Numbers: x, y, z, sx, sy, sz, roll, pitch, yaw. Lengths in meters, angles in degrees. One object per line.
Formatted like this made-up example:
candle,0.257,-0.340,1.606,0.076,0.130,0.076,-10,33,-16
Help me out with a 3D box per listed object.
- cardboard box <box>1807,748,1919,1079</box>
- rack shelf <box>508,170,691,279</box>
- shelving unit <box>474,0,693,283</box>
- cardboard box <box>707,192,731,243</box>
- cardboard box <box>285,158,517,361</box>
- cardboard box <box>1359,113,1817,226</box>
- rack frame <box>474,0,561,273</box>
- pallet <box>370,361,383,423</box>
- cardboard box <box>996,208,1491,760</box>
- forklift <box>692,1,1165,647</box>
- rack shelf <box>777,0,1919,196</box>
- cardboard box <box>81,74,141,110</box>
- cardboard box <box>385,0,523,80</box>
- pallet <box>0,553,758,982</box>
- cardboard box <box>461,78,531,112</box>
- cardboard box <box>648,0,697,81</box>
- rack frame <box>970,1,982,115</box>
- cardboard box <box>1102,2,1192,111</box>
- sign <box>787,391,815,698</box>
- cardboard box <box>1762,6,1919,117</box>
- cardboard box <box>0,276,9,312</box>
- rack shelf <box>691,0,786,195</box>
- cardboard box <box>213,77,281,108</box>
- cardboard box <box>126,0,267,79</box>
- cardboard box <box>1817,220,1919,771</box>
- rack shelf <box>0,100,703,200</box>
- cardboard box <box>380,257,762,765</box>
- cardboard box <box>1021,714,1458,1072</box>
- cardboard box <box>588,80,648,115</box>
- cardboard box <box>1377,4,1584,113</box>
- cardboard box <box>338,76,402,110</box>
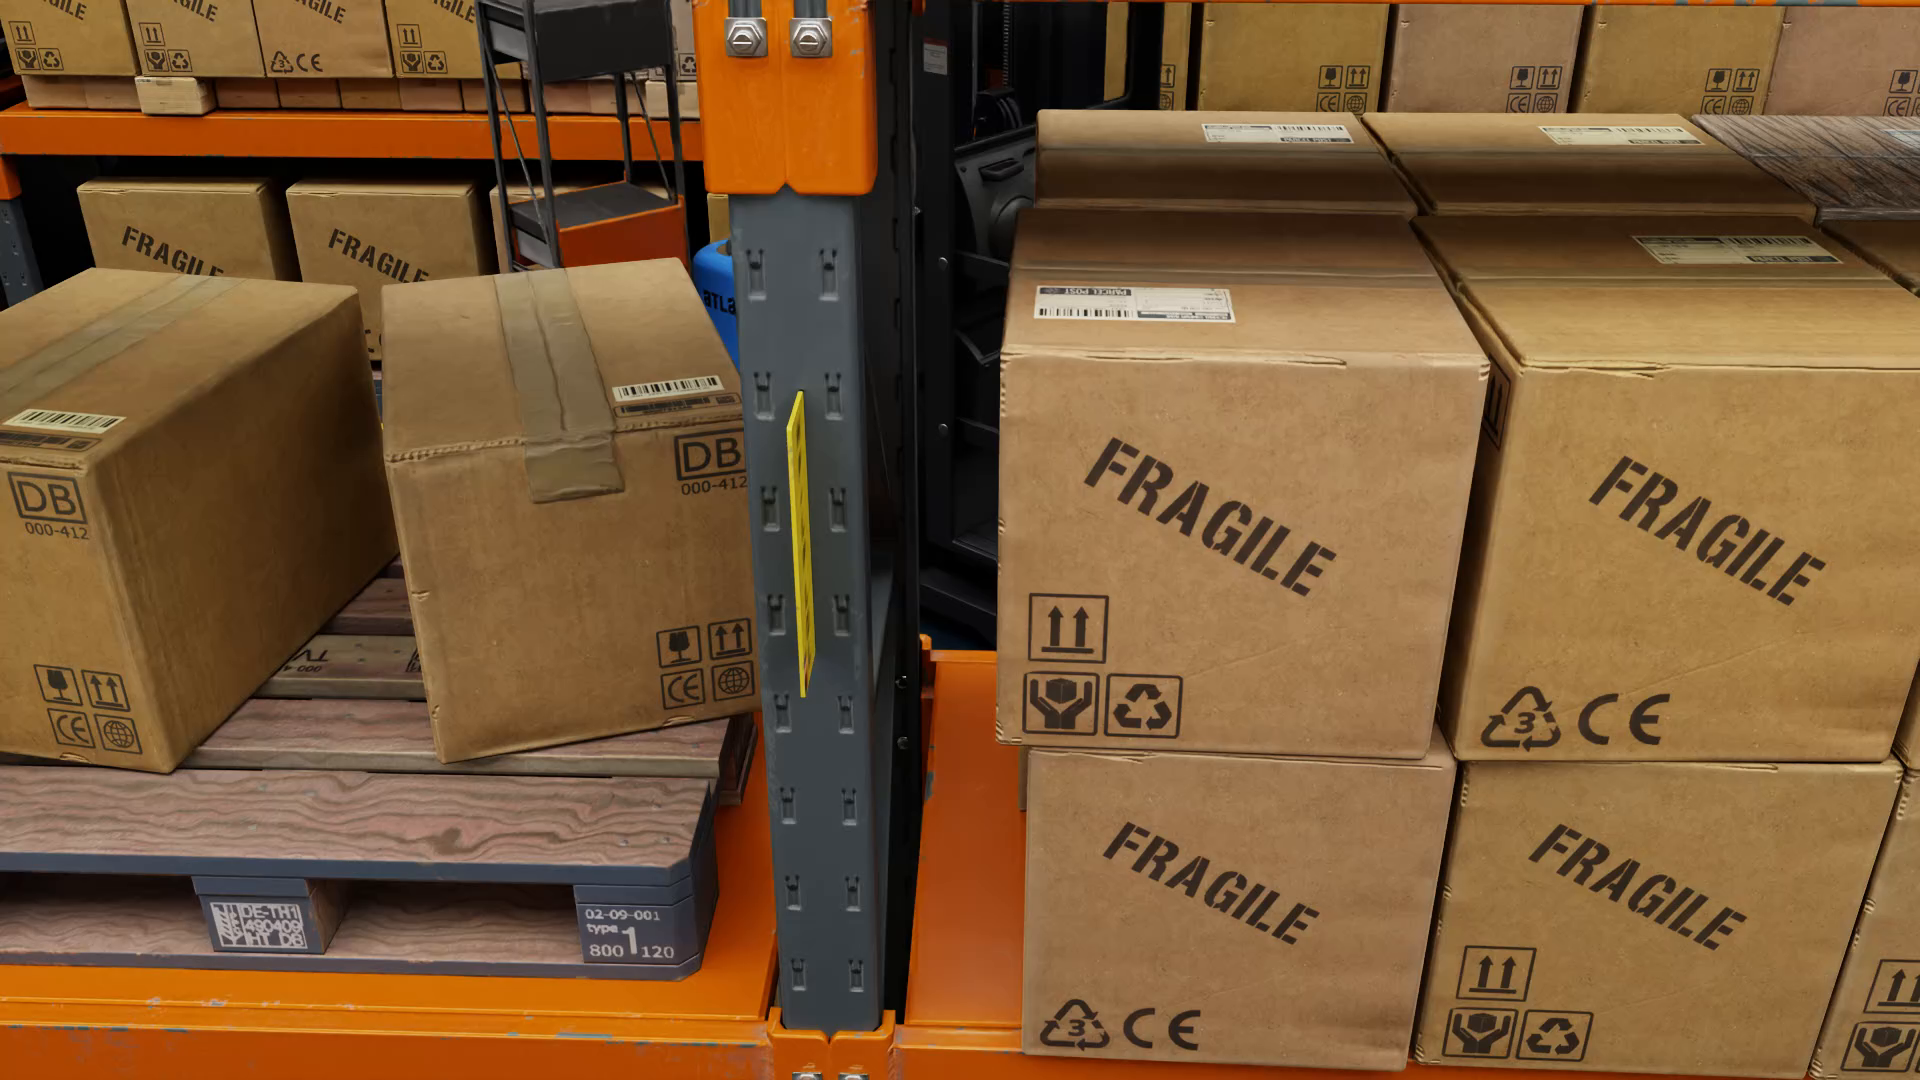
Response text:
cardboard box,1.357,0.368,2.247,0.500,0.500,0.500,1,28,2
rack shelf,-1.266,-0.961,5.850,0.480,0.518,0.431,-21,34,-34
shelving unit,-1.266,-0.973,5.844,0.503,2.100,0.431,-21,34,-34
cardboard box,-0.638,-1.245,7.242,0.750,0.750,0.750,1,28,2
cardboard box,-2.375,-1.270,7.289,0.750,0.750,0.750,1,28,2
cardboard box,0.872,-0.332,2.499,0.500,0.500,0.500,0,28,1
rack frame,-1.456,-0.901,5.708,0.015,2.100,0.400,-21,34,-34
pallet,-1.980,-0.823,7.578,1.213,0.211,1.003,1,28,2
cardboard box,0.306,-0.087,2.036,0.500,0.500,0.500,2,28,3
forklift,0.476,-1.105,5.205,3.031,2.935,1.130,22,35,35
rack shelf,1.844,-0.715,1.961,4.000,0.370,1.077,1,28,2
cardboard box,-3.409,-1.901,6.880,0.250,0.149,0.380,1,28,2
cardboard box,-1.965,-2.155,6.667,0.500,0.500,0.500,2,28,3
pallet,-0.949,0.280,2.723,1.213,0.211,1.003,1,28,2
cardboard box,-1.864,-1.881,6.843,0.250,0.149,0.380,2,28,3
cardboard box,-0.964,-2.137,6.633,0.500,0.500,0.500,1,28,2
rack frame,0.017,-2.059,6.931,0.127,3.000,1.000,1,28,2
cardboard box,0.558,-2.175,6.830,0.700,0.700,0.980,1,28,3
sign,-0.171,0.008,1.796,0.005,0.325,0.100,1,28,2
cardboard box,3.504,-2.129,6.743,0.700,0.700,0.980,2,28,4
cardboard box,-4.702,-1.202,7.515,0.500,0.500,0.700,1,28,3
rack shelf,-2.153,-0.781,2.085,4.000,0.370,1.077,1,28,2
cardboard box,-2.890,-1.910,6.898,0.250,0.149,0.380,1,28,1
cardboard box,-2.981,-2.169,6.693,0.500,0.500,0.500,2,28,3
cardboard box,1.336,-0.070,2.004,0.500,0.500,0.500,0,28,0
rack shelf,-1.982,-1.774,7.162,4.000,0.370,1.077,1,28,2
cardboard box,-0.620,-0.082,2.648,0.500,0.500,0.700,-8,29,-15
cardboard box,0.345,0.352,2.277,0.500,0.500,0.500,2,28,3
cardboard box,-1.350,-1.860,6.803,0.250,0.149,0.380,1,28,2
cardboard box,2.015,-2.153,6.788,0.700,0.700,0.980,0,28,-1
cardboard box,-2.373,-1.901,6.880,0.250,0.149,0.380,1,28,3
